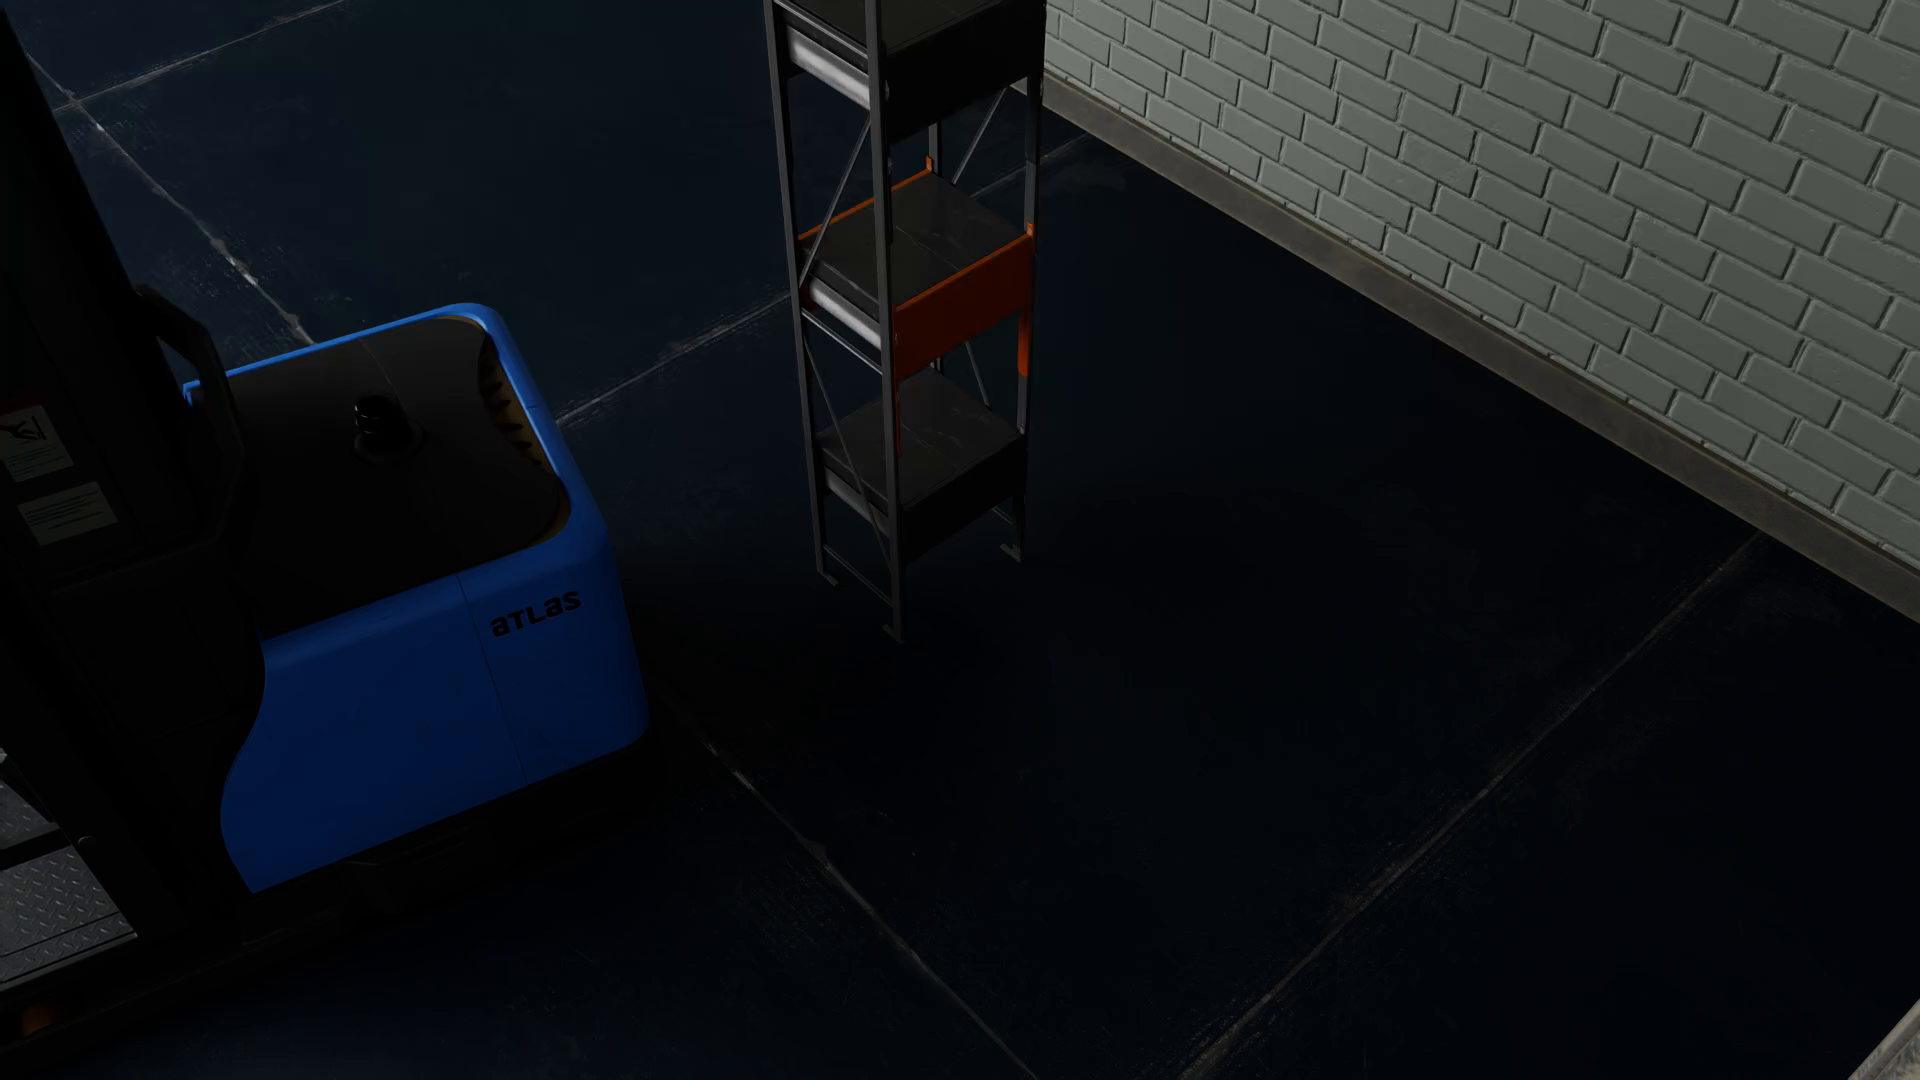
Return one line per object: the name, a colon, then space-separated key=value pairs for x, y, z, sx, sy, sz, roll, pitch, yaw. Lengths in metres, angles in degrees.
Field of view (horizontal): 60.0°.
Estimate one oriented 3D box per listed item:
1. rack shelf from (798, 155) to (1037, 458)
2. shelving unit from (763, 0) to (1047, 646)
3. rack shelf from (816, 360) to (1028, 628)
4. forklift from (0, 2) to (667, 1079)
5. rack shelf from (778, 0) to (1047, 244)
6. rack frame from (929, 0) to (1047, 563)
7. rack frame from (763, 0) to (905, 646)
rack shelf: x=-0.122 y=-0.621 z=4.413 sx=0.480 sy=0.518 sz=0.431 roll=-34 pitch=56 yaw=-27
shelving unit: x=-0.122 y=-0.630 z=4.403 sx=0.503 sy=2.100 sz=0.431 roll=-34 pitch=56 yaw=-27
rack shelf: x=-0.122 y=-0.146 z=4.927 sx=0.480 sy=0.518 sz=0.431 roll=-34 pitch=56 yaw=-27
forklift: x=-2.354 y=-0.104 z=3.352 sx=3.031 sy=2.935 sz=1.130 roll=-21 pitch=51 yaw=-18
rack shelf: x=-0.122 y=-1.096 z=3.898 sx=0.480 sy=0.518 sz=0.431 roll=-34 pitch=56 yaw=-27
rack frame: x=0.058 y=-0.751 z=4.514 sx=0.015 sy=2.100 sz=0.400 roll=-34 pitch=56 yaw=-27
rack frame: x=-0.303 y=-0.510 z=4.291 sx=0.015 sy=2.100 sz=0.400 roll=-34 pitch=56 yaw=-27
